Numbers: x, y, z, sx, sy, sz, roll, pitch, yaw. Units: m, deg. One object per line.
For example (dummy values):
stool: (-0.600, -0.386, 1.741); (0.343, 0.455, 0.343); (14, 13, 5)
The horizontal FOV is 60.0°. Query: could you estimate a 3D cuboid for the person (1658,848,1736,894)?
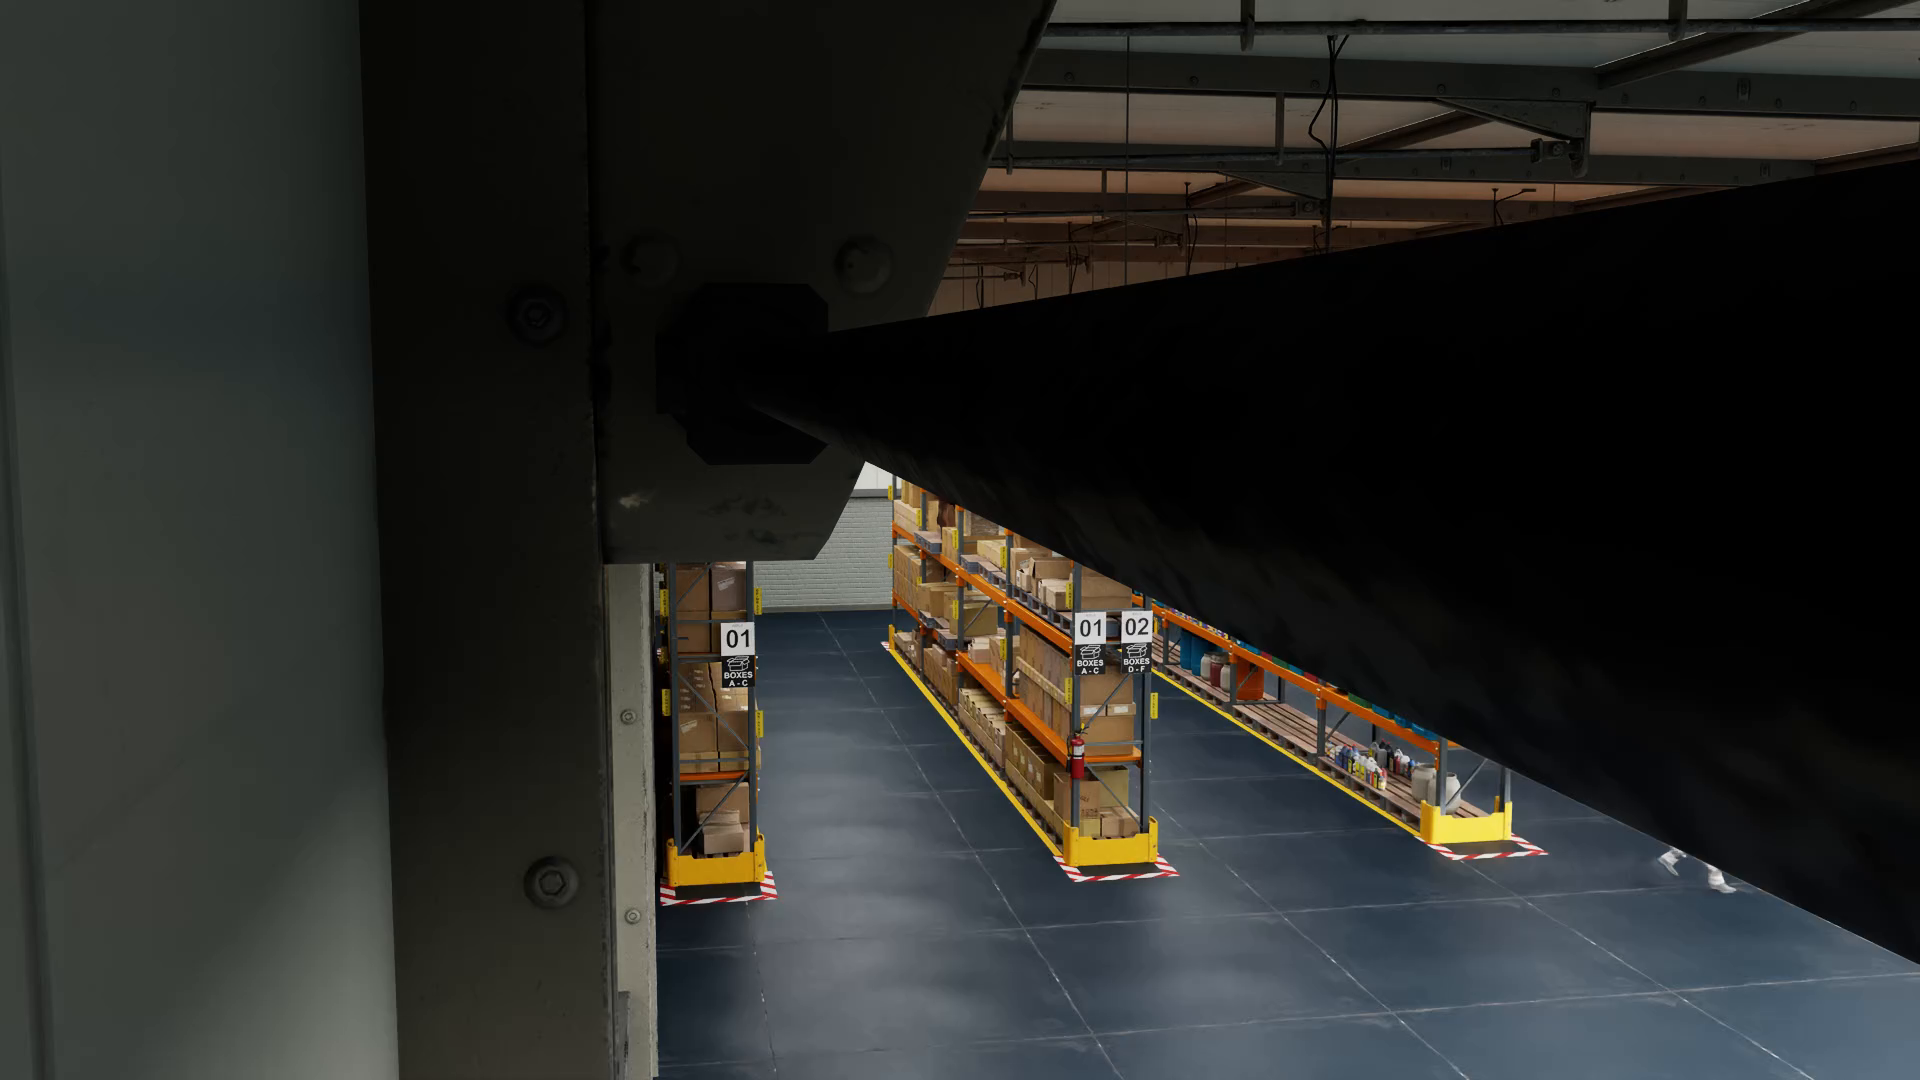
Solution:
person: (8.879, 3.296, 19.912); (0.836, 1.779, 0.643); (3, 7, 24)
